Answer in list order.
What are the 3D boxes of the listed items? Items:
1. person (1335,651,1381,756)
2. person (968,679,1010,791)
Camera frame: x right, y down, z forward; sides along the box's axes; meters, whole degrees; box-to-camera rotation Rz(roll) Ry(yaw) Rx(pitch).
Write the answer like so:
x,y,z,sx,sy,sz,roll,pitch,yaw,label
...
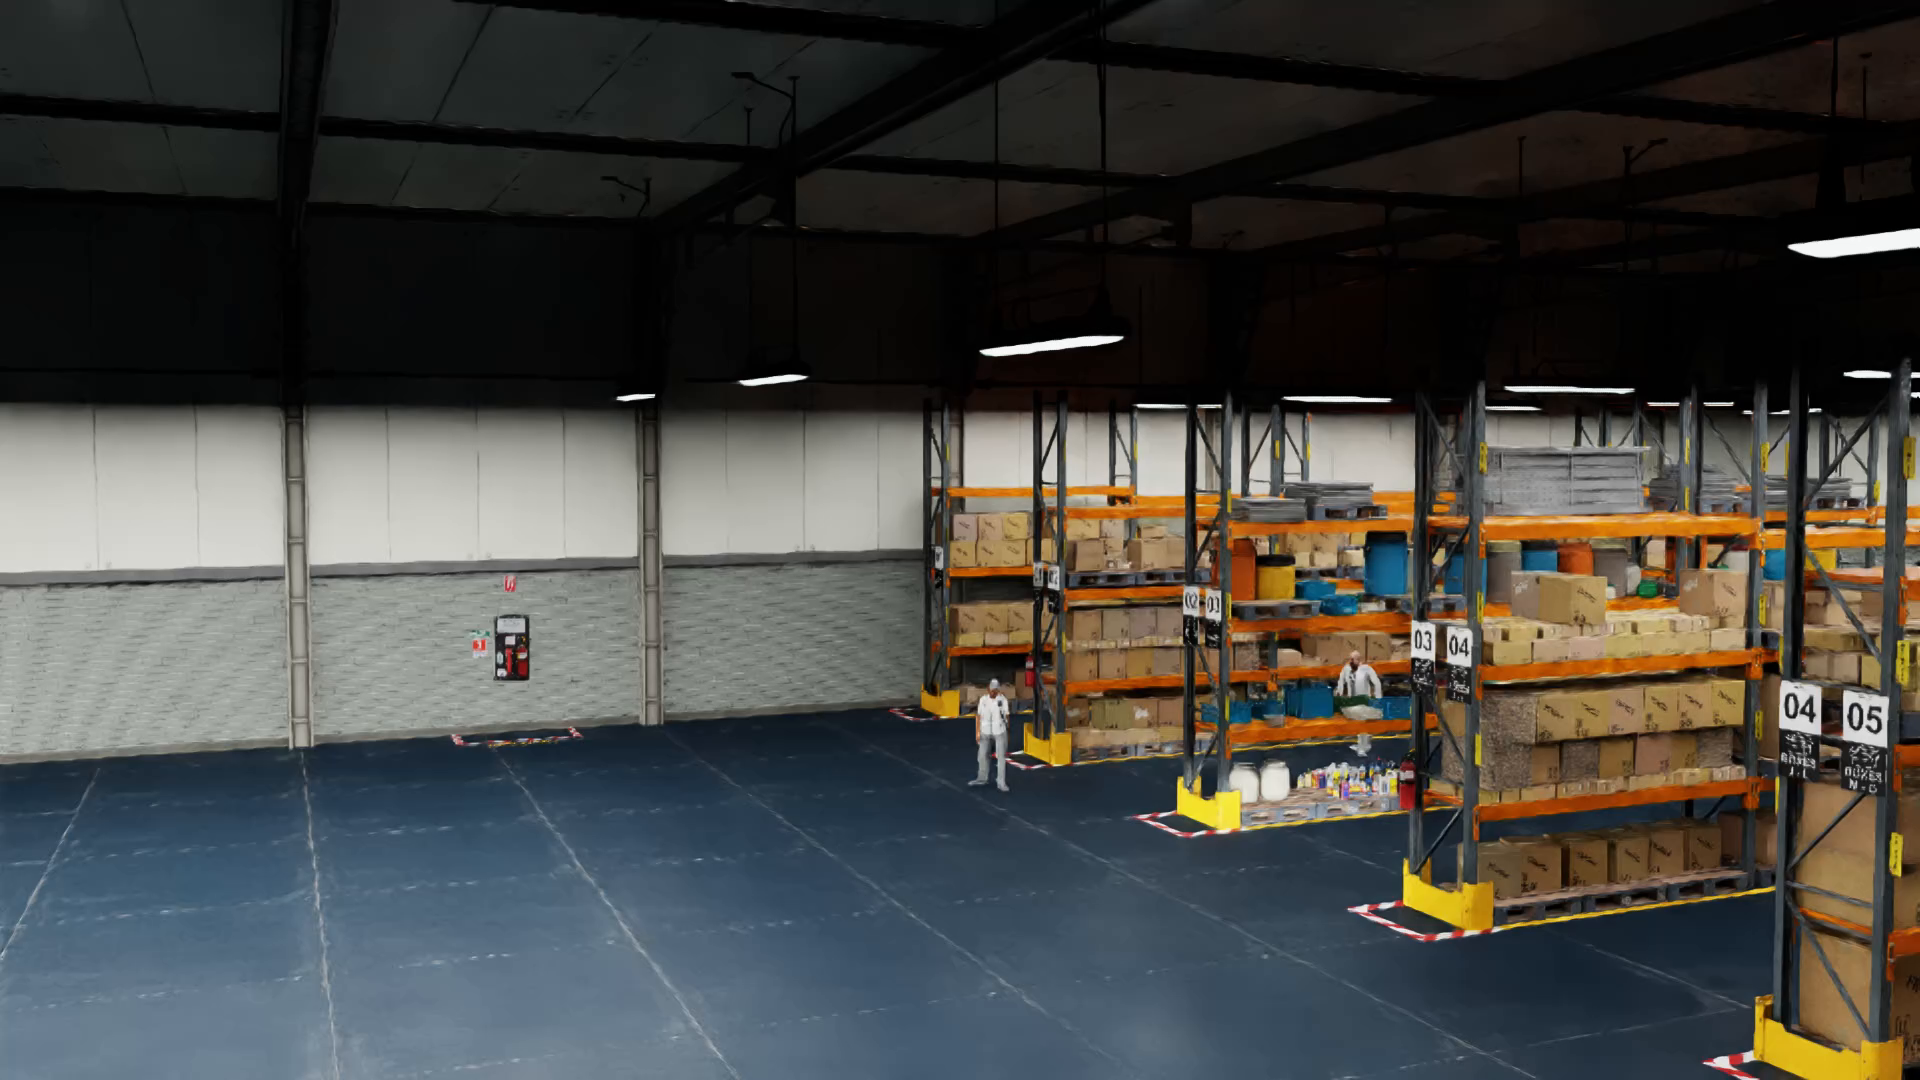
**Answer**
x,y,z,sx,sy,sz,roll,pitch,yaw,label
6.628,2.677,27.534,0.896,1.715,0.735,-3,4,-38,person
0.431,2.882,24.796,0.686,1.662,0.476,1,3,14,person
